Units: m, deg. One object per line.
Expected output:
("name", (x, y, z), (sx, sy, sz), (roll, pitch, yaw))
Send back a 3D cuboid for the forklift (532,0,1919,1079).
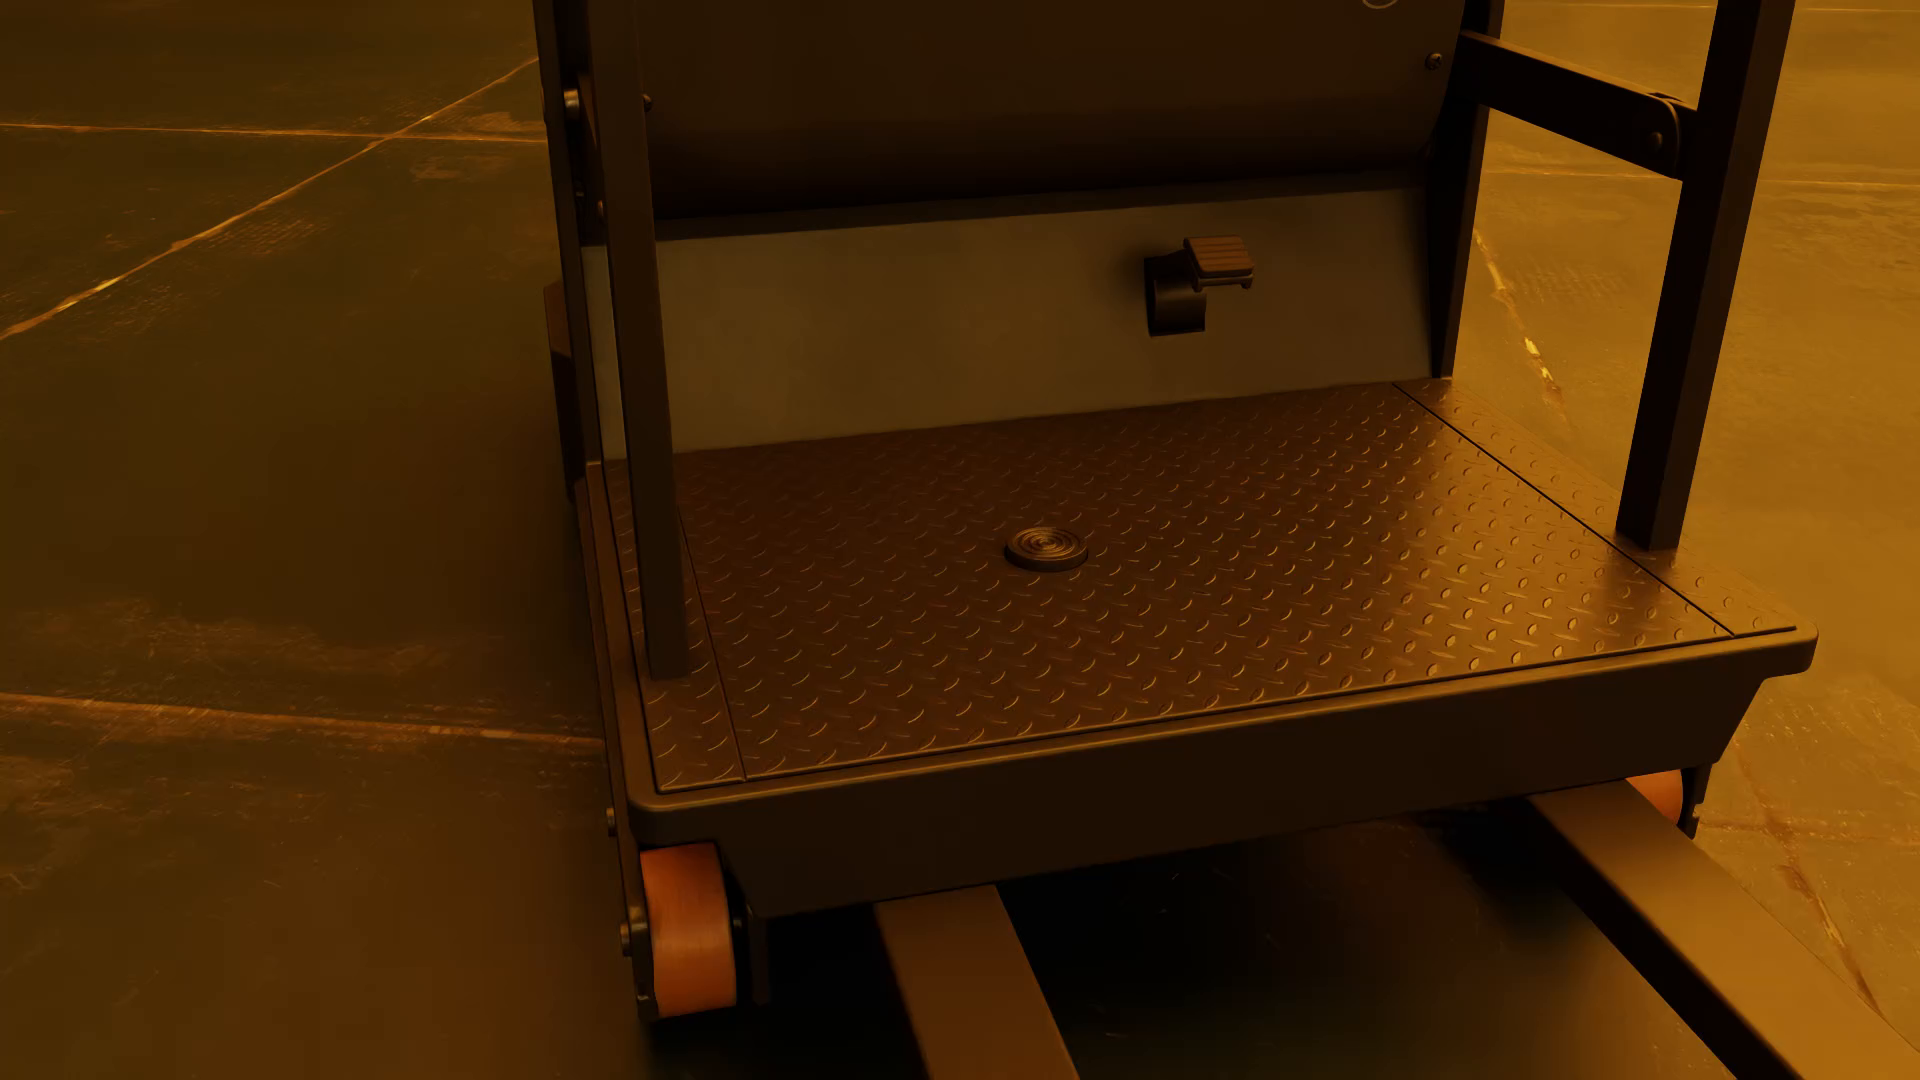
("forklift", (0.153, -1.049, 1.319), (1.130, 2.935, 3.031), (-7, 27, -13))
